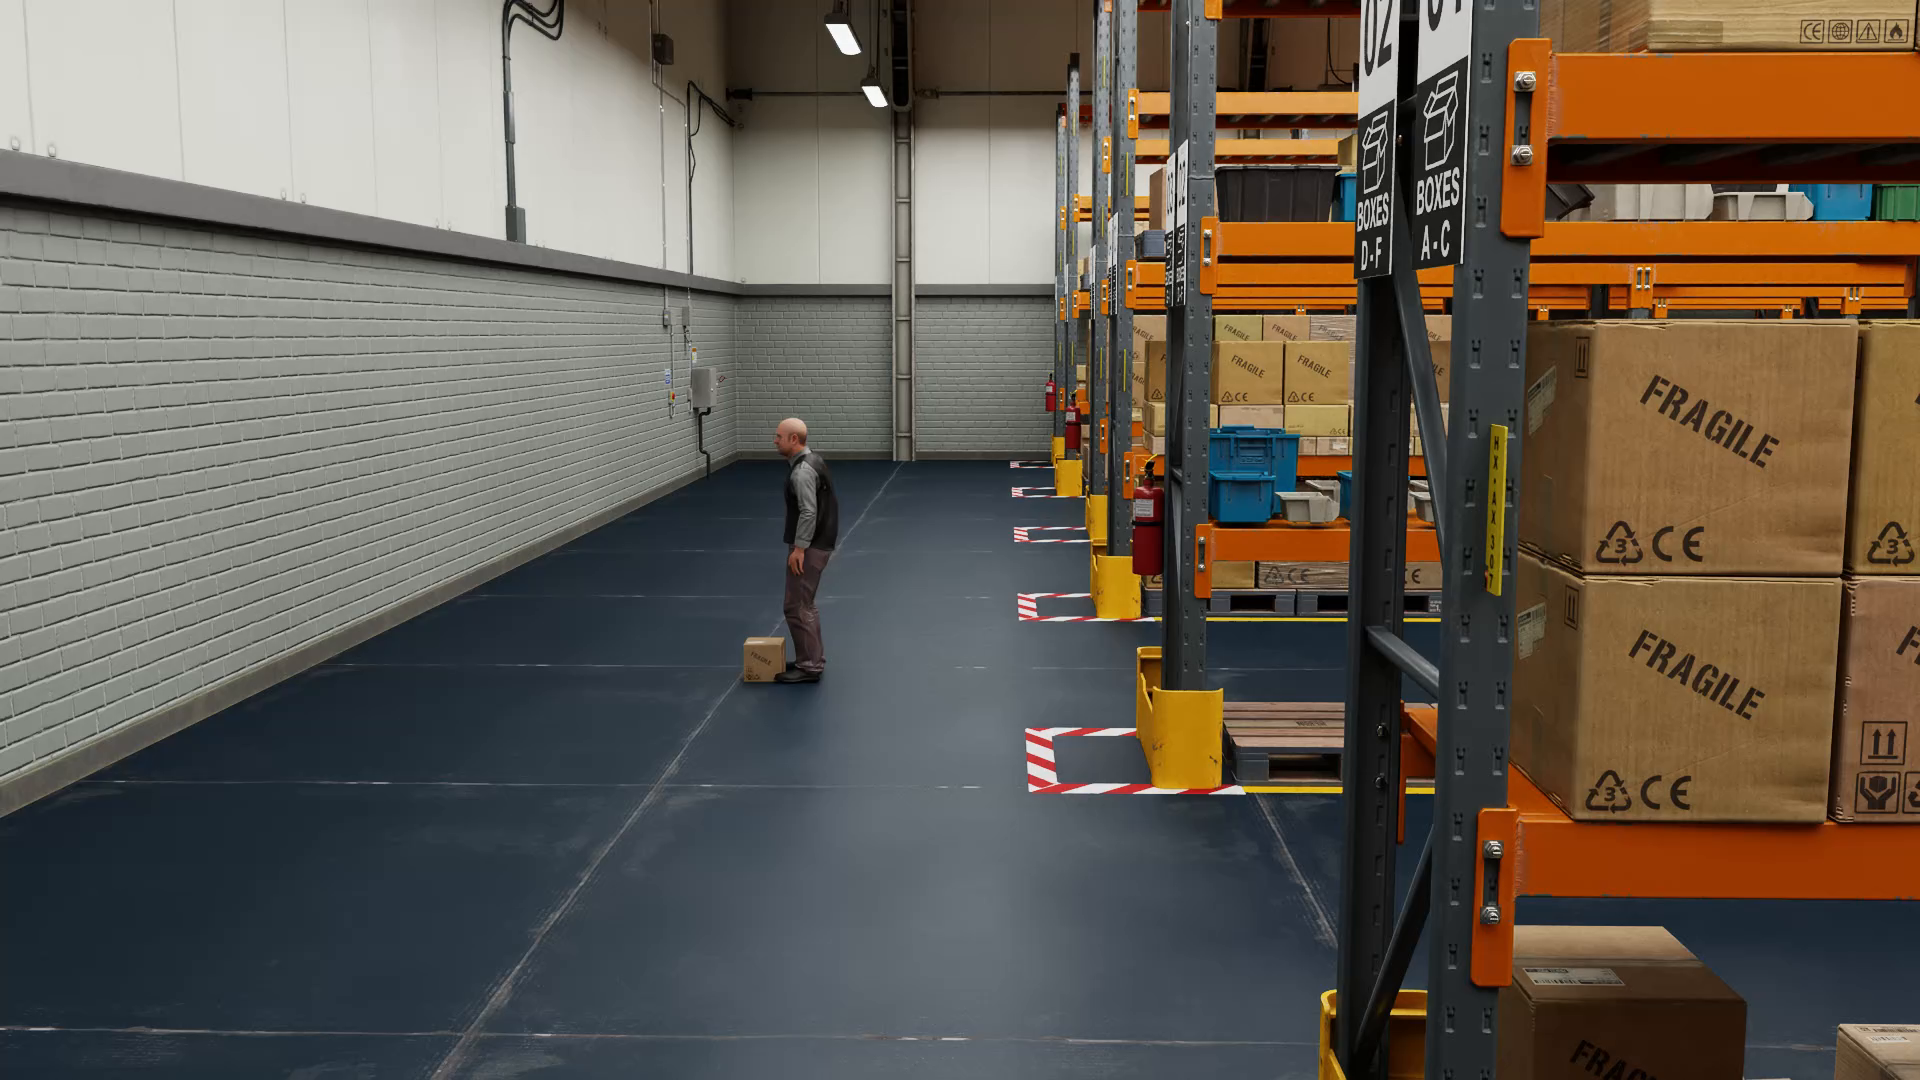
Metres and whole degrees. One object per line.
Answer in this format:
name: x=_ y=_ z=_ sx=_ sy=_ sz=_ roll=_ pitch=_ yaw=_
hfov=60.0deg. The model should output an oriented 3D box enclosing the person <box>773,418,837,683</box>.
person: x=-1.009 y=0.060 z=10.885 sx=0.413 sy=1.721 sz=0.589 roll=0 pitch=7 yaw=-1
